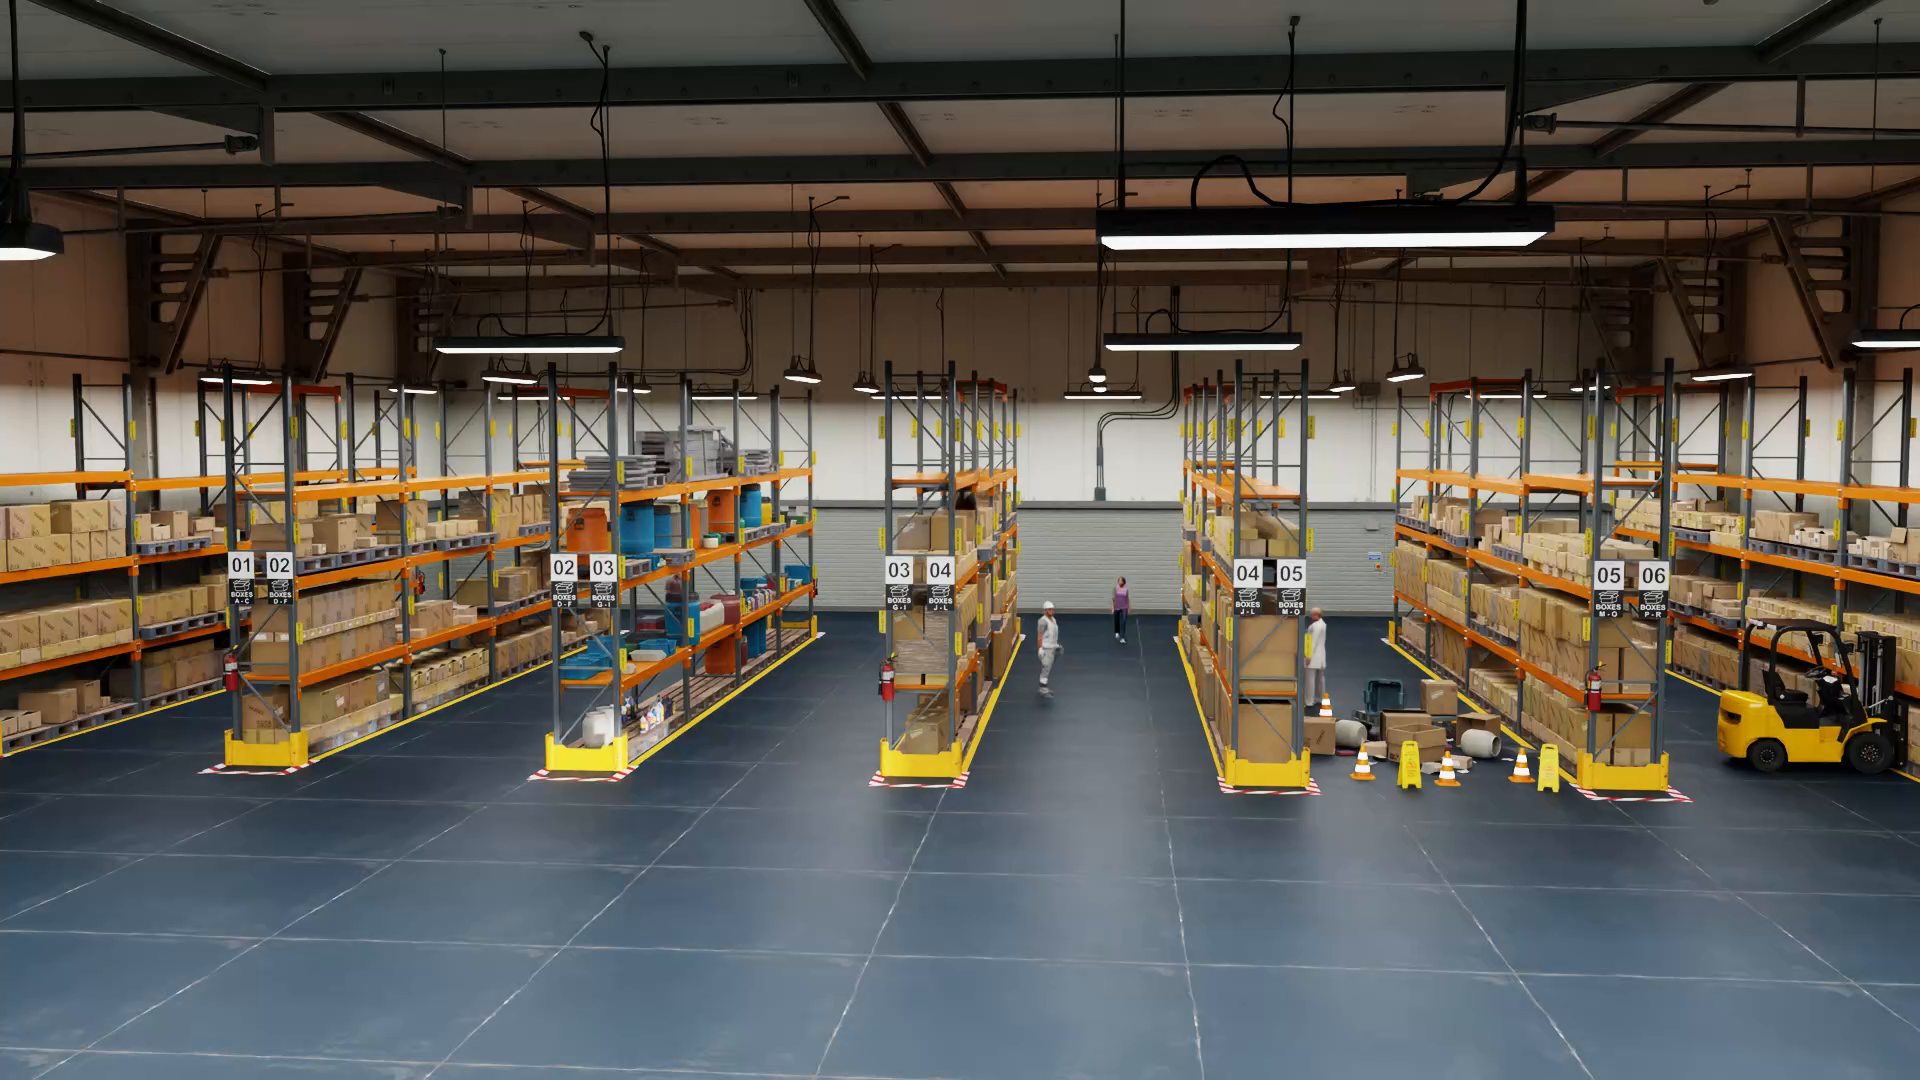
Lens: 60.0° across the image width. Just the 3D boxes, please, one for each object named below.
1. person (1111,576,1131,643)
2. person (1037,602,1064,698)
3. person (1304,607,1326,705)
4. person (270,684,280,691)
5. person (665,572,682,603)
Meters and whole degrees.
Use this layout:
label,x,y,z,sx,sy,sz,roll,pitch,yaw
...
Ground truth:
label,x,y,z,sx,sy,sz,roll,pitch,yaw
person,3.812,1.679,39.360,0.460,1.456,0.823,0,4,4
person,1.671,2.063,31.315,0.430,1.824,0.631,2,4,25
person,6.428,2.122,30.403,0.470,1.791,0.637,2,4,33
person,-12.468,2.161,30.237,0.503,1.731,1.005,-1,4,-8
person,-6.643,1.528,39.276,0.421,1.793,0.636,2,4,24
